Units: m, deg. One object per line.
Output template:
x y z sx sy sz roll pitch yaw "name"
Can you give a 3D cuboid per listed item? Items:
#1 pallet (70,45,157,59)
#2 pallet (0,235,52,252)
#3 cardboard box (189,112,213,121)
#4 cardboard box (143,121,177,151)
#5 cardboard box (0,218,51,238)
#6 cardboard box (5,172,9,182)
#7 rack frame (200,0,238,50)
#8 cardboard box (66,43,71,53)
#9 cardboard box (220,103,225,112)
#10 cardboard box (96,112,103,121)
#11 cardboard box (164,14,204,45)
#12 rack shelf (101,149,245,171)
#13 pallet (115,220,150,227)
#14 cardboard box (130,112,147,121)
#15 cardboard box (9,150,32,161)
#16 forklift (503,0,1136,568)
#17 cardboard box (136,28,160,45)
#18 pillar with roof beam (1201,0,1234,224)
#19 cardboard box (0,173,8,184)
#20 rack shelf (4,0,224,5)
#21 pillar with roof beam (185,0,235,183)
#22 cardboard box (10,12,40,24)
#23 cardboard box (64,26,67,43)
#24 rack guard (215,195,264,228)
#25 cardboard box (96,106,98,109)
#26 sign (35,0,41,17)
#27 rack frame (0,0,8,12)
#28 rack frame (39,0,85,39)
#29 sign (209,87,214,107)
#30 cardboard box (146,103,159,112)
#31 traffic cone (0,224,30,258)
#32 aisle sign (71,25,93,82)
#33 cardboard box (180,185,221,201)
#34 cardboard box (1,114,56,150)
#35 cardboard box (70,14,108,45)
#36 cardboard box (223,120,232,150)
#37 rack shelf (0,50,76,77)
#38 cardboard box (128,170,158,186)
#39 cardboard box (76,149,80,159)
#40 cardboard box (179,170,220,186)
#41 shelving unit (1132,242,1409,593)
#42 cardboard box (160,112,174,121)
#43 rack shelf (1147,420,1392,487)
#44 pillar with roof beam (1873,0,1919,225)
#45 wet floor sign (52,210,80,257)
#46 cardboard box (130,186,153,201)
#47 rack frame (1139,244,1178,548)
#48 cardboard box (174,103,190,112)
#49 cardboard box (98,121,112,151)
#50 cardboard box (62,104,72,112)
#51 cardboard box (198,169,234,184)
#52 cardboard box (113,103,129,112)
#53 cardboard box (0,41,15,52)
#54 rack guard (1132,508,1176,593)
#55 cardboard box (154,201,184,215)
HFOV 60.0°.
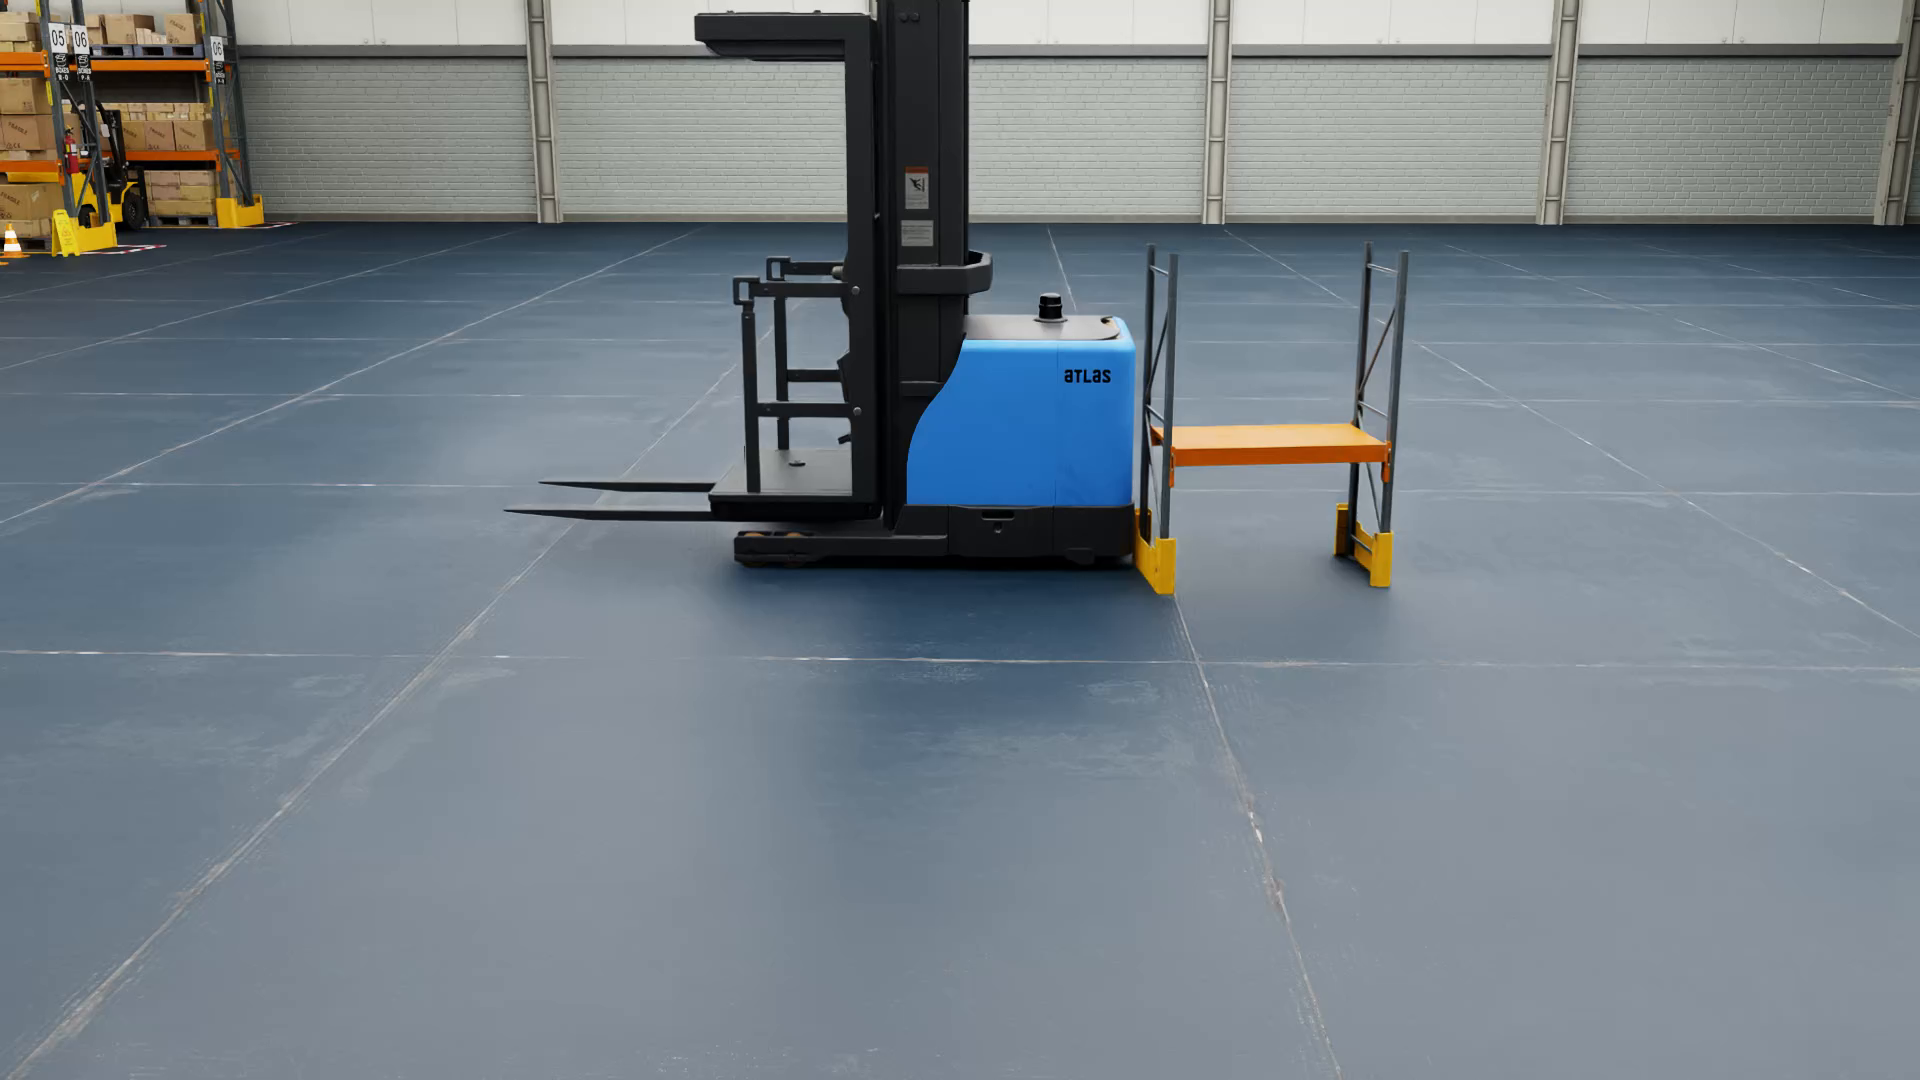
-14.697 -8.461 28.823 1.213 0.211 1.003 0 15 1 "pallet"
-13.778 -4.435 24.738 1.213 0.211 1.003 0 15 1 "pallet"
-13.122 -7.328 28.766 0.250 0.149 0.380 1 15 2 "cardboard box"
-13.785 -7.025 28.891 0.500 0.500 0.500 1 15 3 "cardboard box"
-13.730 -4.579 24.384 0.500 0.250 0.500 0 15 1 "cardboard box"
-16.291 -6.335 29.077 0.500 0.250 0.500 0 15 1 "cardboard box"
-12.768 -9.936 28.359 0.127 3.000 1.000 0 15 1 "rack frame"
-13.214 -7.183 24.297 0.250 0.149 0.380 0 15 1 "cardboard box"
-13.098 -7.597 29.205 0.250 0.149 0.380 0 15 0 "cardboard box"
-14.910 -7.339 28.808 0.250 0.149 0.380 0 15 0 "cardboard box"
-13.217 -8.726 28.438 0.500 0.500 0.500 1 15 3 "cardboard box"
-14.767 -6.700 29.265 4.000 0.370 1.077 0 15 1 "rack shelf"
-14.750 -5.690 29.491 1.213 0.211 1.003 0 15 1 "pallet"
-14.152 -7.333 28.787 0.250 0.149 0.380 0 15 0 "cardboard box"
-13.527 -5.569 24.060 0.250 0.149 0.380 0 15 1 "cardboard box"
-0.681 -1.417 7.967 3.031 2.935 1.130 1 15 2 "forklift"
-13.858 -8.601 28.425 0.258 0.266 0.396 0 15 2 "cardboard box"
4.443 -8.955 24.641 0.400 9.000 9.100 0 15 1 "pillar with roof beam"
-14.067 -5.243 24.157 0.250 0.149 0.380 1 15 3 "cardboard box"
-14.767 -9.407 28.551 4.000 0.370 1.077 0 15 1 "rack shelf"
-13.551 -9.072 25.086 0.400 9.000 9.100 0 15 1 "pillar with roof beam"
-13.237 -7.410 23.597 0.250 0.149 0.380 1 15 2 "cardboard box"
-13.387 -7.362 24.194 0.500 0.250 0.500 0 15 0 "cardboard box"
-12.744 -5.826 29.442 0.348 0.500 1.175 0 15 1 "rack guard"
-14.916 -7.504 28.850 0.250 0.149 0.380 0 15 2 "cardboard box"
-12.925 -7.506 23.294 0.005 0.325 0.100 0 15 1 "sign"
-16.767 -9.962 28.457 0.127 3.000 1.000 0 15 1 "rack frame"
-12.891 -8.670 23.561 0.127 3.000 1.000 0 15 1 "rack frame"
-12.796 -7.571 28.422 0.005 0.325 0.100 0 15 1 "sign"
-13.888 -7.498 28.830 0.250 0.149 0.380 0 15 2 "cardboard box"
-13.354 -4.216 23.413 0.334 0.463 0.336 0 15 1 "traffic cone"
-12.821 -7.105 24.292 0.004 0.787 0.394 0 15 1 "aisle sign"
-13.263 -6.074 29.067 0.500 0.250 0.500 0 15 1 "cardboard box"
-13.441 -5.894 24.022 0.500 0.500 0.500 0 15 0 "cardboard box"
-14.822 -8.773 28.611 0.637 0.503 0.797 1 15 3 "cardboard box"
-13.256 -7.157 29.392 0.500 0.500 0.500 1 15 3 "cardboard box"
-14.890 -6.884 24.084 4.000 0.370 1.077 0 15 1 "rack shelf"
-14.252 -6.318 29.013 0.500 0.250 0.500 1 15 2 "cardboard box"
-13.225 -5.702 24.567 0.250 0.149 0.380 0 15 2 "cardboard box"
-13.236 -6.315 29.004 0.500 0.250 0.500 1 15 3 "cardboard box"
1.389 -0.574 7.575 1.083 1.500 0.587 -1 15 -6 "shelving unit"
-13.636 -7.339 28.809 0.250 0.149 0.380 1 15 2 "cardboard box"
1.398 -0.400 7.622 1.000 0.185 0.538 -1 15 -6 "rack shelf"
16.439 -8.877 24.345 0.400 9.000 9.100 0 15 1 "pillar with roof beam"
-12.729 -4.356 23.587 0.232 0.644 0.267 6 16 21 "wet floor sign"
-14.280 -6.078 29.082 0.500 0.250 0.500 0 15 0 "cardboard box"
0.892 -0.561 7.527 0.032 1.500 0.500 -1 15 -6 "rack frame"
-13.379 -7.483 28.772 0.250 0.149 0.380 0 15 2 "cardboard box"
-14.800 -7.029 28.905 0.500 0.500 0.500 0 15 2 "cardboard box"
-15.422 -7.488 28.792 0.250 0.149 0.380 0 15 1 "cardboard box"
-13.244 -6.443 29.488 0.500 0.250 0.500 0 15 1 "cardboard box"
-14.410 -7.472 28.730 0.250 0.149 0.380 1 15 3 "cardboard box"
-13.504 -7.022 23.688 0.250 0.149 0.380 0 15 2 "cardboard box"
0.894 0.043 7.686 0.087 0.250 0.587 -1 15 -6 "rack guard"
-13.743 -5.836 29.149 0.500 0.250 0.500 0 15 1 "cardboard box"
